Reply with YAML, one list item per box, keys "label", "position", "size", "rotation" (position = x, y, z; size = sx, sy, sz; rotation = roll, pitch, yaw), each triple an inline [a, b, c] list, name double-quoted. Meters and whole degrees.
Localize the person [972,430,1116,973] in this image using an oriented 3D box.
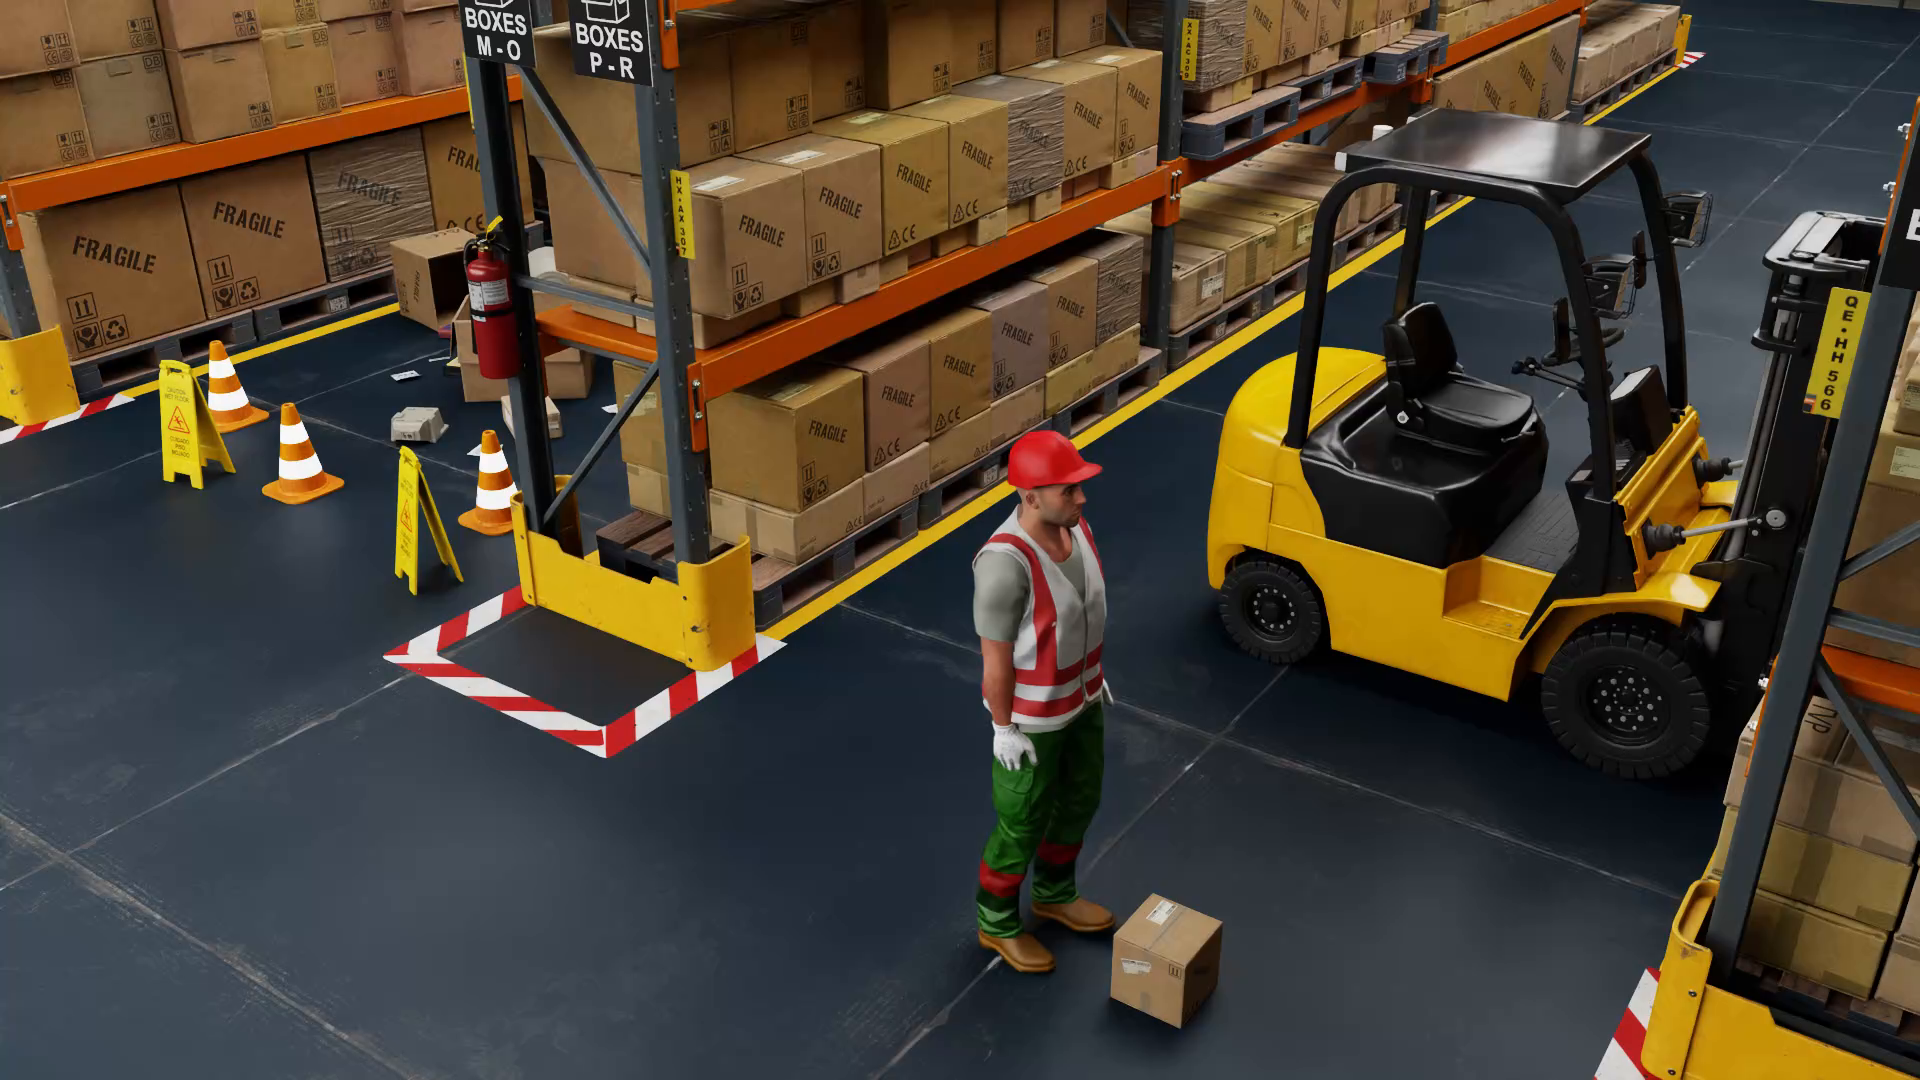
- label: "person"
  position: [0.280, 0.506, 5.088]
  size: [0.380, 1.790, 0.524]
  rotation: [18, 32, 32]
